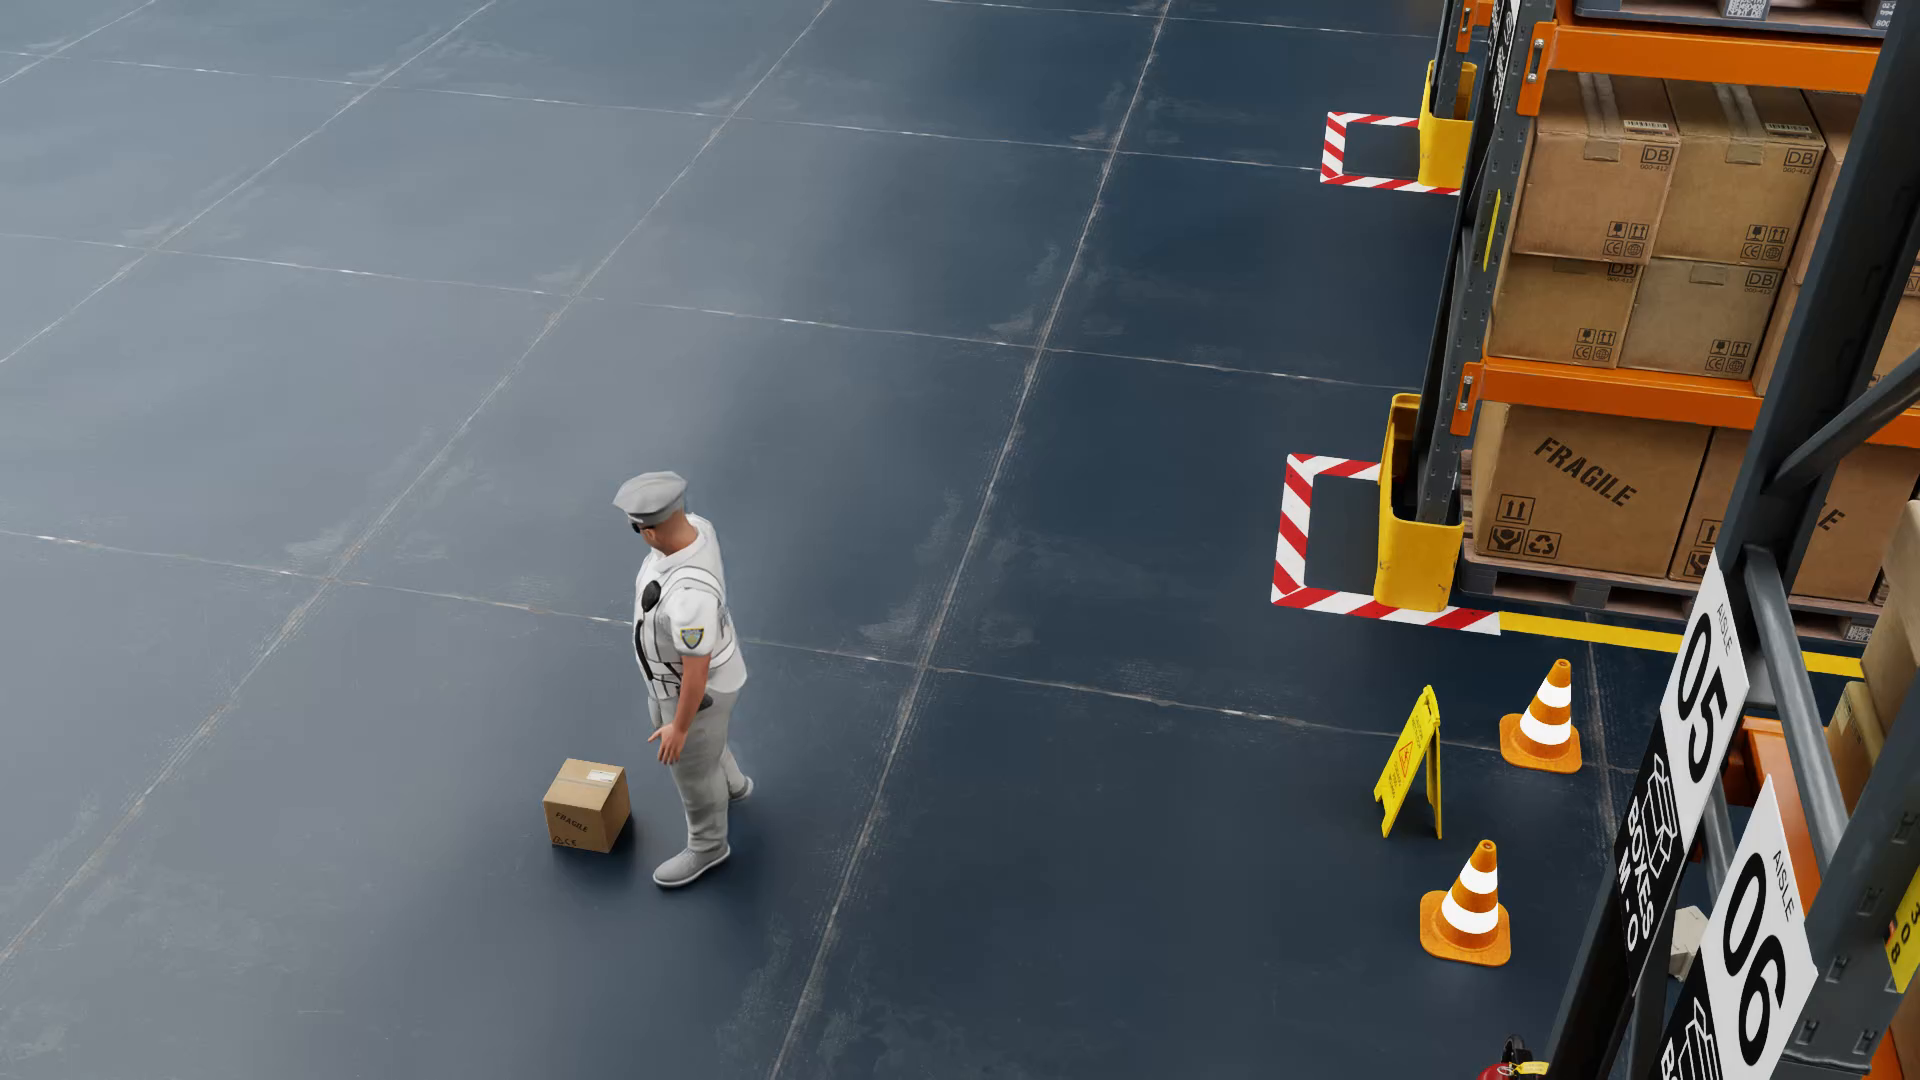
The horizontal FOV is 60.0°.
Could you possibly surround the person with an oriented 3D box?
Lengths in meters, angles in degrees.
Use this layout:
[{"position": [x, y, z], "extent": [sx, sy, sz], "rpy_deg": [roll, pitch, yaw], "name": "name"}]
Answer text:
[{"position": [-1.030, 0.548, 6.245], "extent": [0.455, 1.793, 0.619], "rpy_deg": [-9, 37, -11], "name": "person"}]
